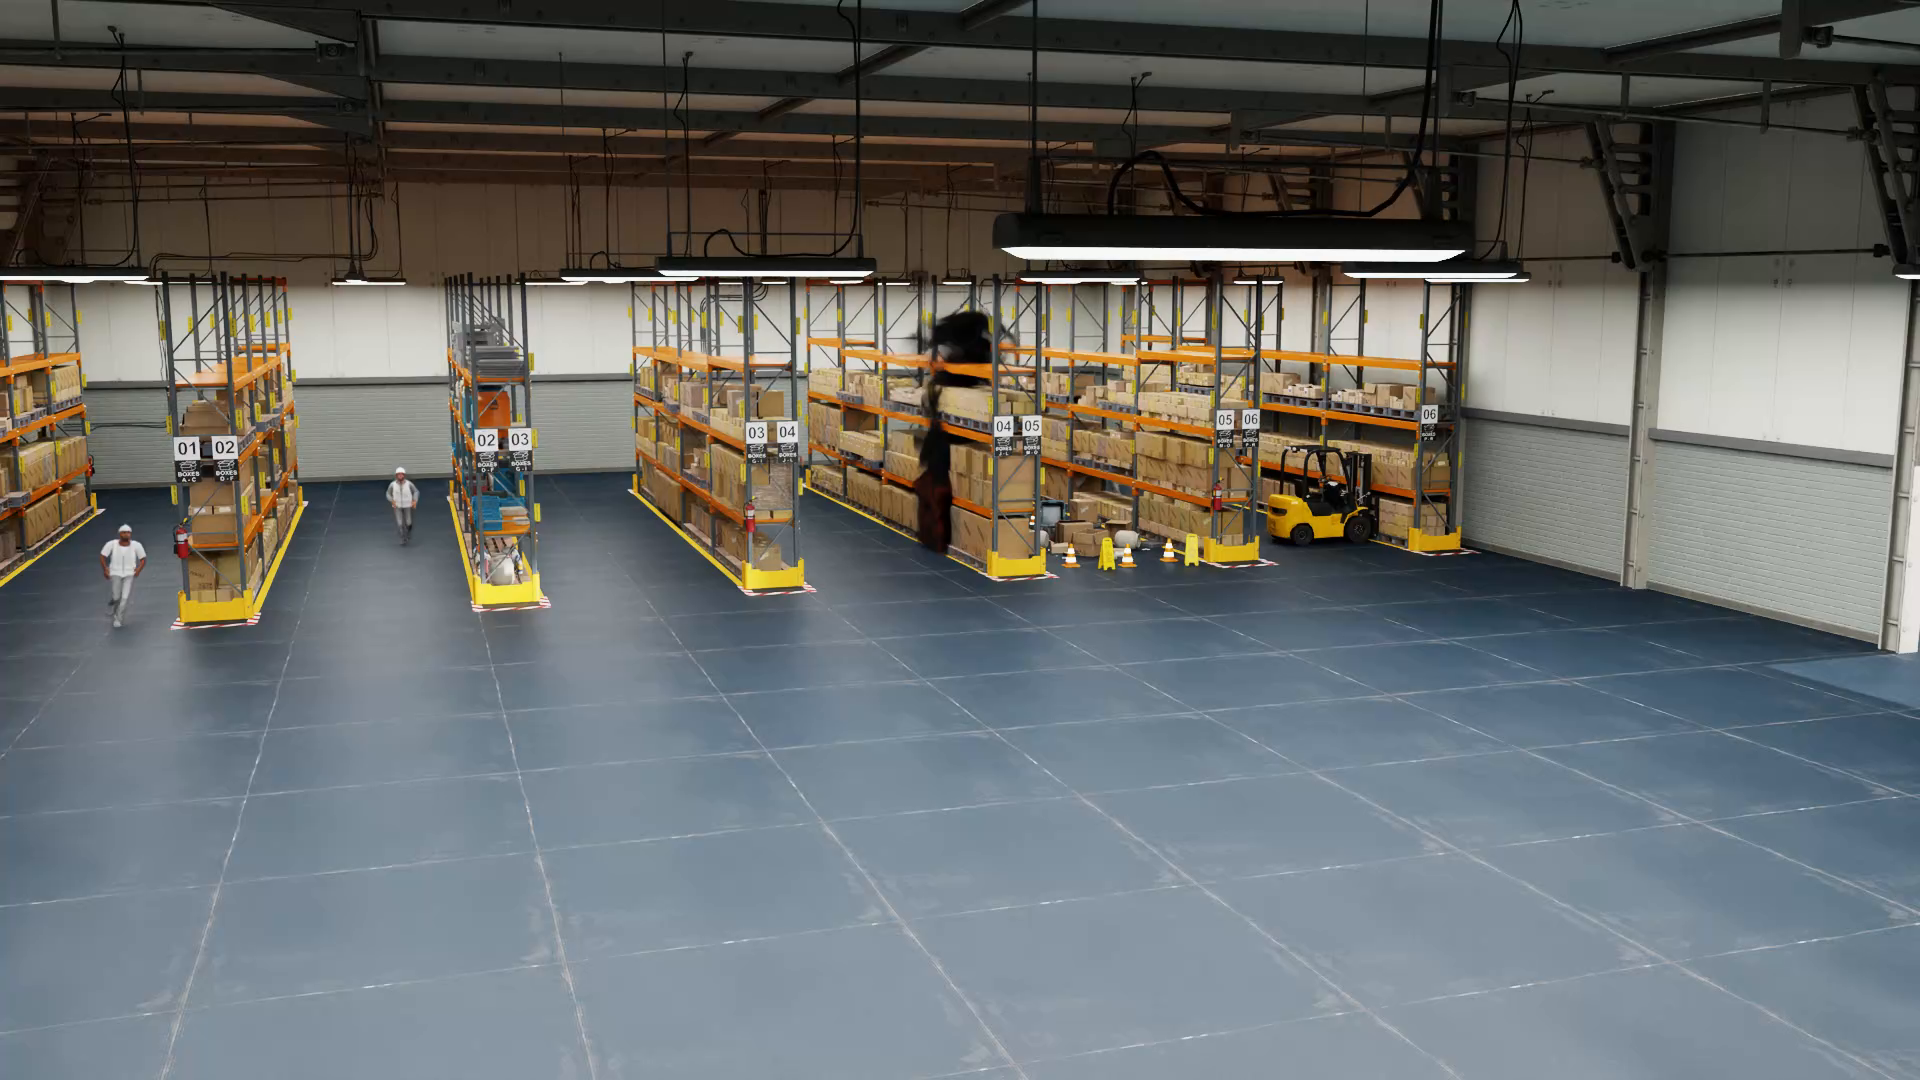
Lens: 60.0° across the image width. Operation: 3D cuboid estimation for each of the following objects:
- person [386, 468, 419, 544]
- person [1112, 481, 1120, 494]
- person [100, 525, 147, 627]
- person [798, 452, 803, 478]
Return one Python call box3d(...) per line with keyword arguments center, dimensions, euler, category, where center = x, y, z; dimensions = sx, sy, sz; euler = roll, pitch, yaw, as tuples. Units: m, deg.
box3d(center=(-12.535, -0.765, 37.407), dimensions=(0.707, 1.729, 0.609), euler=(-3, 9, -18), category="person")
box3d(center=(4.231, -1.901, 45.086), dimensions=(0.595, 1.754, 0.702), euler=(-3, 9, -21), category="person")
box3d(center=(-14.374, 0.598, 28.616), dimensions=(0.710, 1.736, 0.604), euler=(-5, 10, -31), category="person")
box3d(center=(-4.461, -1.789, 44.468), dimensions=(0.569, 1.694, 0.880), euler=(-2, 9, -10), category="person")
